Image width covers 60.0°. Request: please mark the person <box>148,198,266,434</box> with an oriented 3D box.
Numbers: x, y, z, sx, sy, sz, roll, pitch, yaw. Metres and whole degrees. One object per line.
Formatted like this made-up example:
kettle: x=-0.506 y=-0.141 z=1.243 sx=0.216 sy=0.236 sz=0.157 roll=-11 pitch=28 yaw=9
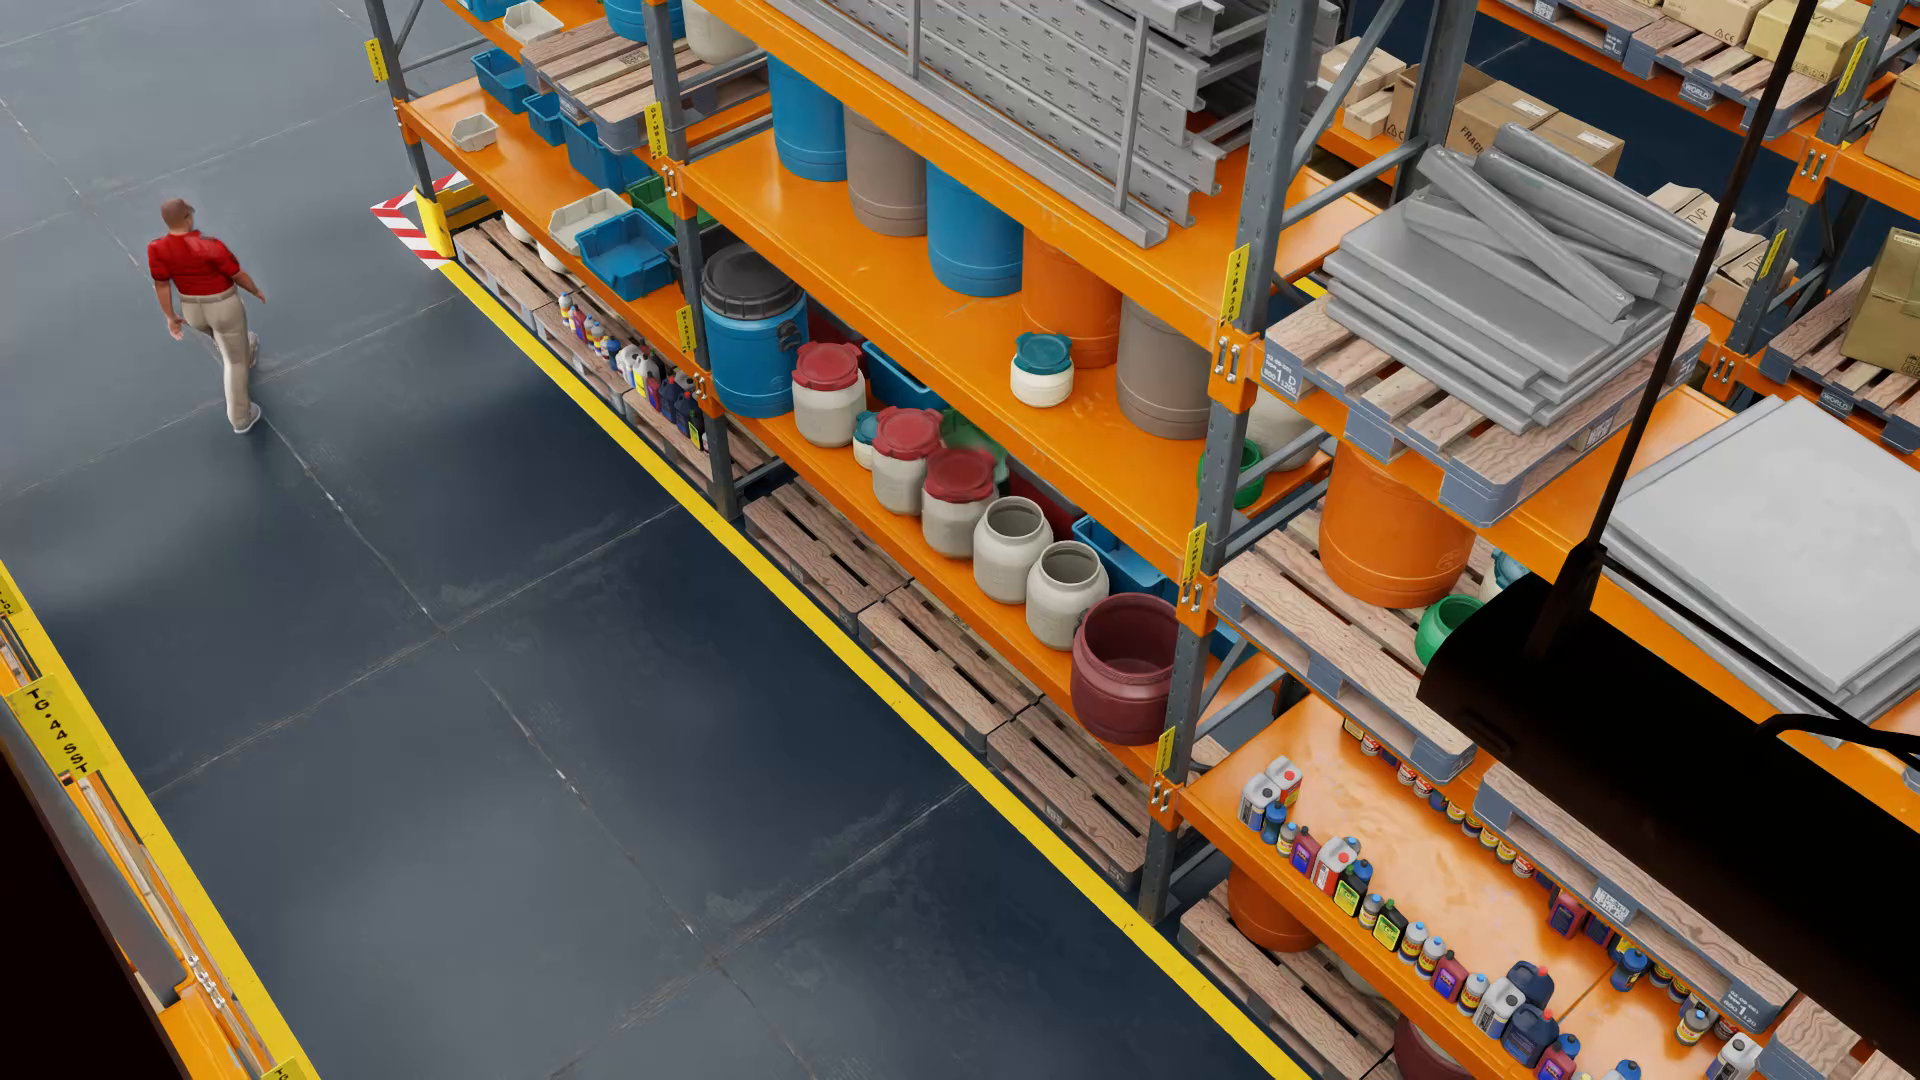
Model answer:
person: x=-5.073 y=-1.663 z=11.380 sx=0.566 sy=1.671 sz=1.029 roll=4 pitch=47 yaw=4
